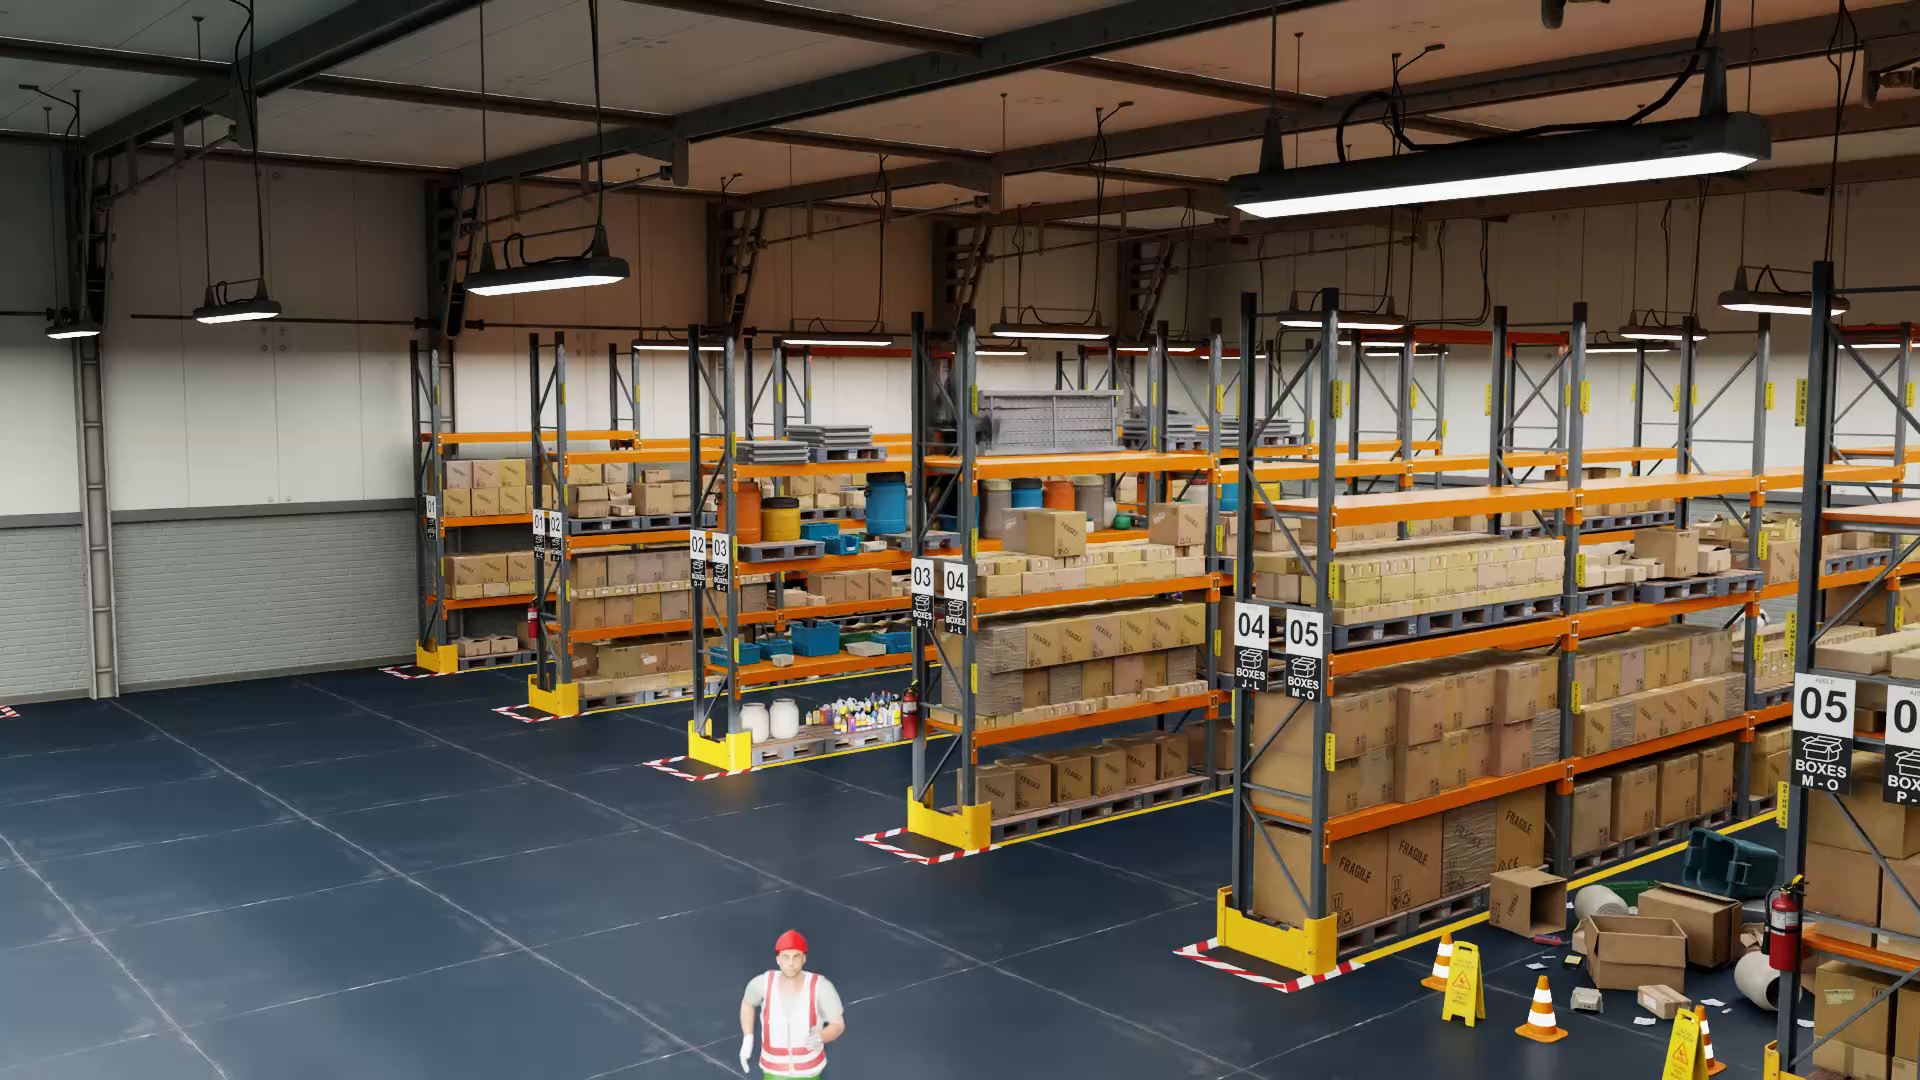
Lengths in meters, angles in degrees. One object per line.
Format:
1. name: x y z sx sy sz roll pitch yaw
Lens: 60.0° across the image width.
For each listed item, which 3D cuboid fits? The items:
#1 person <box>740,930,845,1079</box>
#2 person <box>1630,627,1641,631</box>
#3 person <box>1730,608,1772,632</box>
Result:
1. person: -1.038 3.305 10.305 0.653 1.822 0.831 0 5 -4
2. person: 9.649 2.101 23.848 0.709 1.733 0.638 4 7 36
3. person: 13.511 1.748 28.300 0.675 1.651 0.641 -1 5 -8
